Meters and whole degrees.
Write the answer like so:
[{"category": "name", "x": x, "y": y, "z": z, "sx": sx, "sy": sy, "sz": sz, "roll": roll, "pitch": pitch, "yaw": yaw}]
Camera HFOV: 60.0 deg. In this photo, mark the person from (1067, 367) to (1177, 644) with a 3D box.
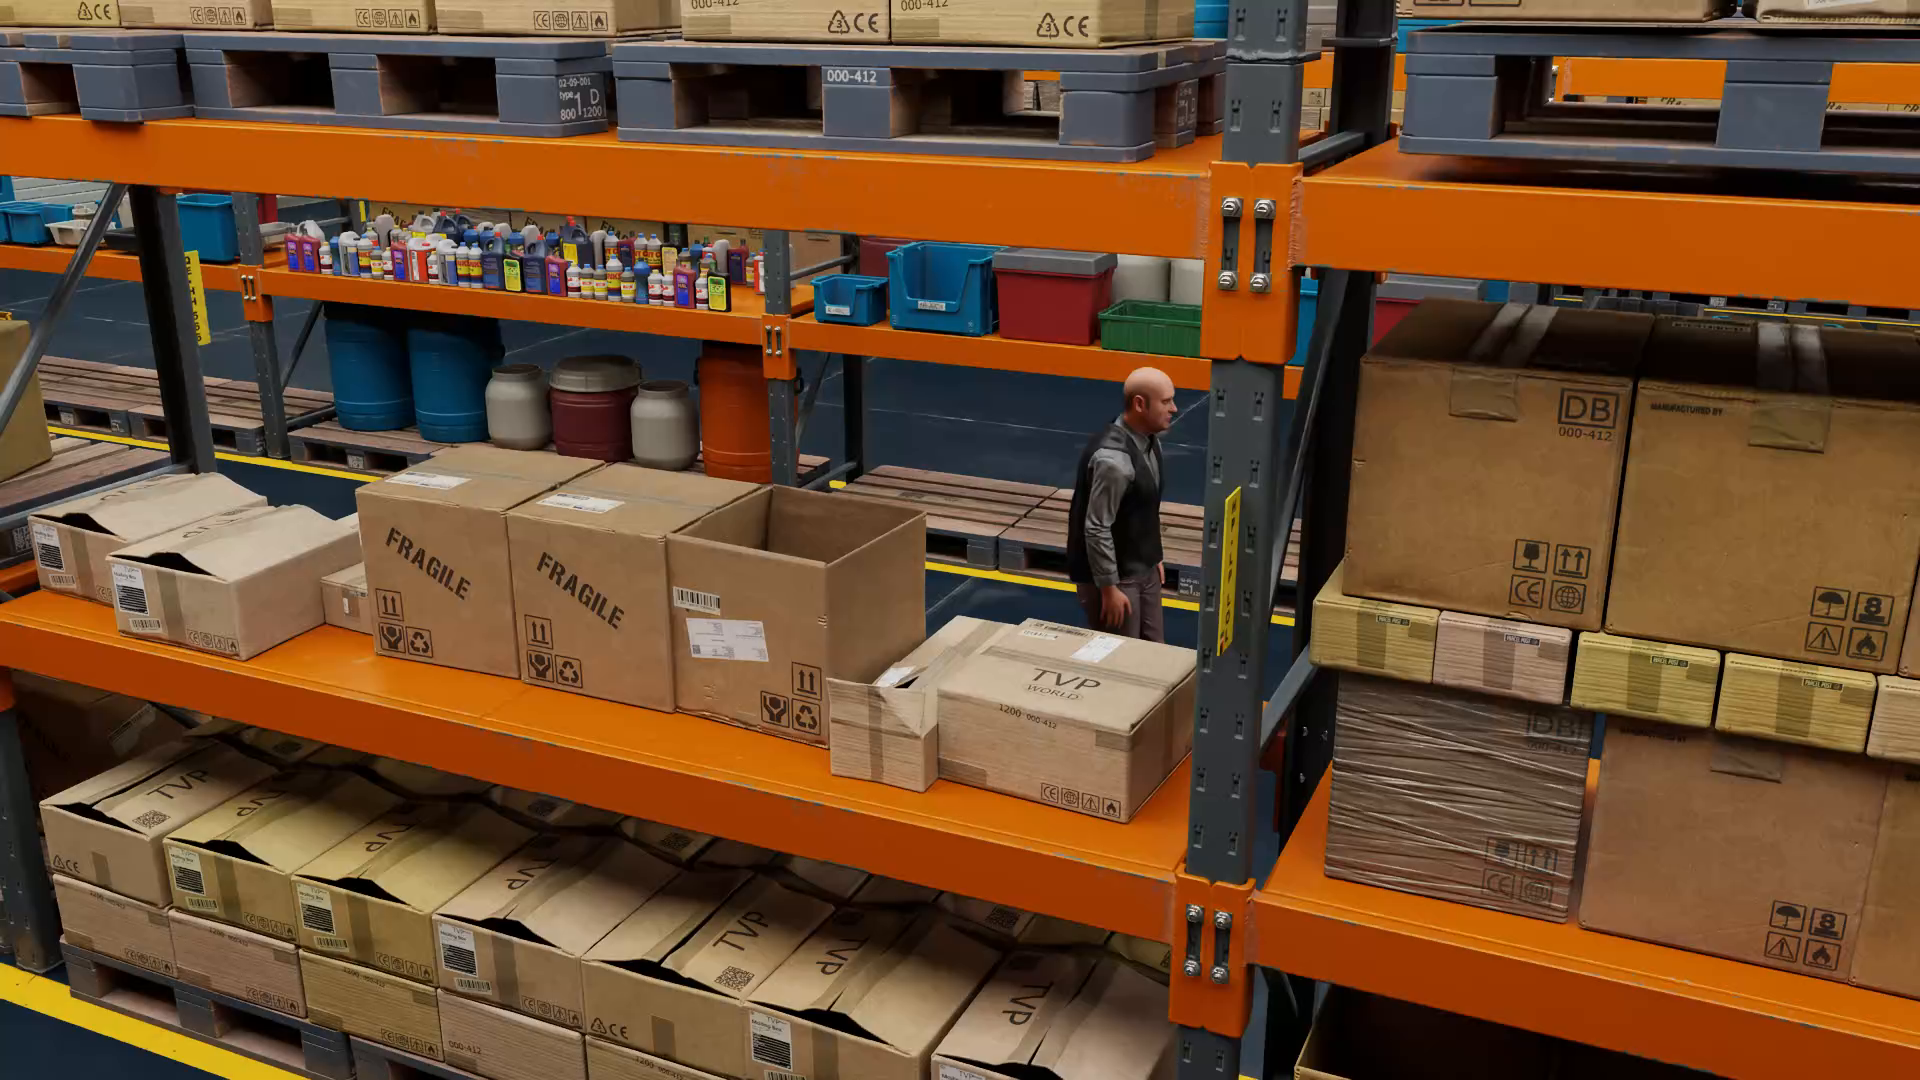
[{"category": "person", "x": 0.665, "y": 0.151, "z": 6.660, "sx": 0.463, "sy": 1.721, "sz": 0.580, "roll": 8, "pitch": 21, "yaw": 23}]
